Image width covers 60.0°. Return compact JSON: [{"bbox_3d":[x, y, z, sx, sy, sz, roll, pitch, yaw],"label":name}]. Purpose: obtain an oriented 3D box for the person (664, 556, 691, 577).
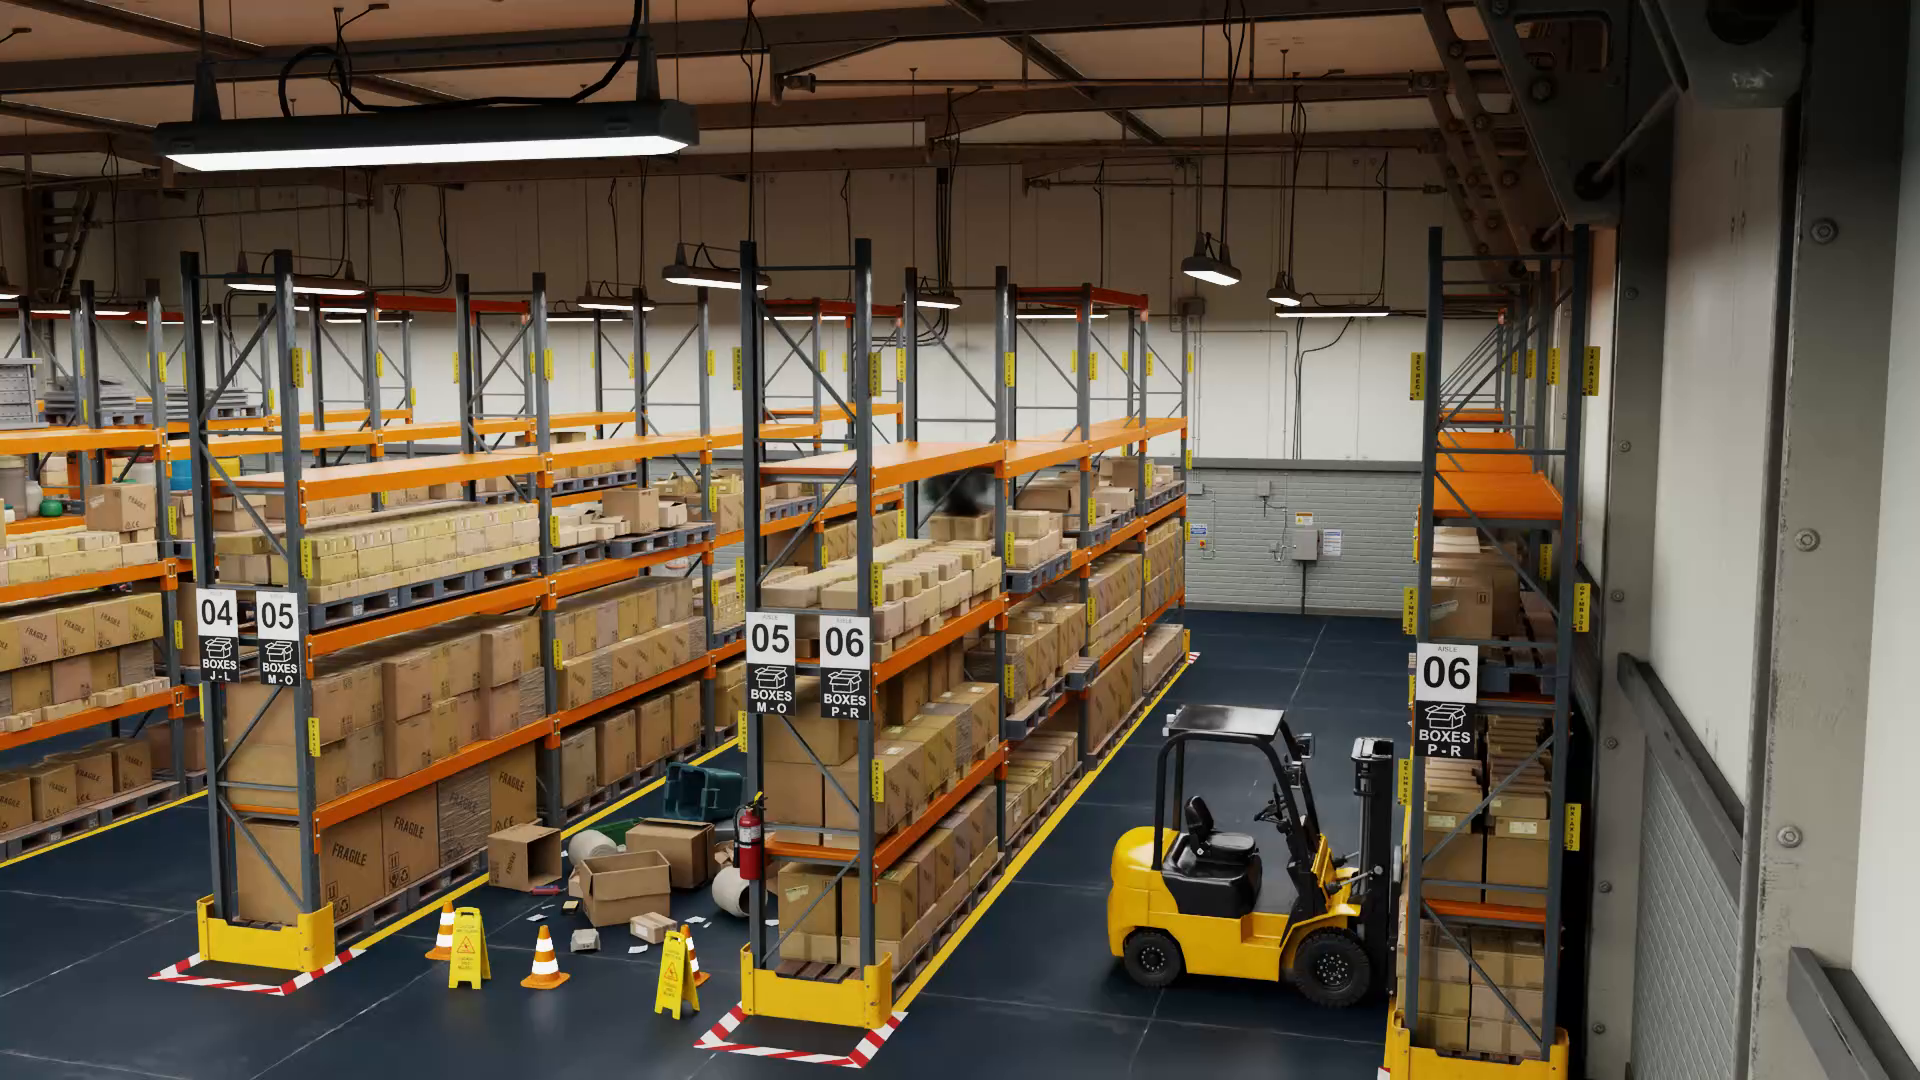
[{"bbox_3d":[-5.422,0.732,31.917,0.979,1.774,0.676,3,7,26],"label":"person"}]
